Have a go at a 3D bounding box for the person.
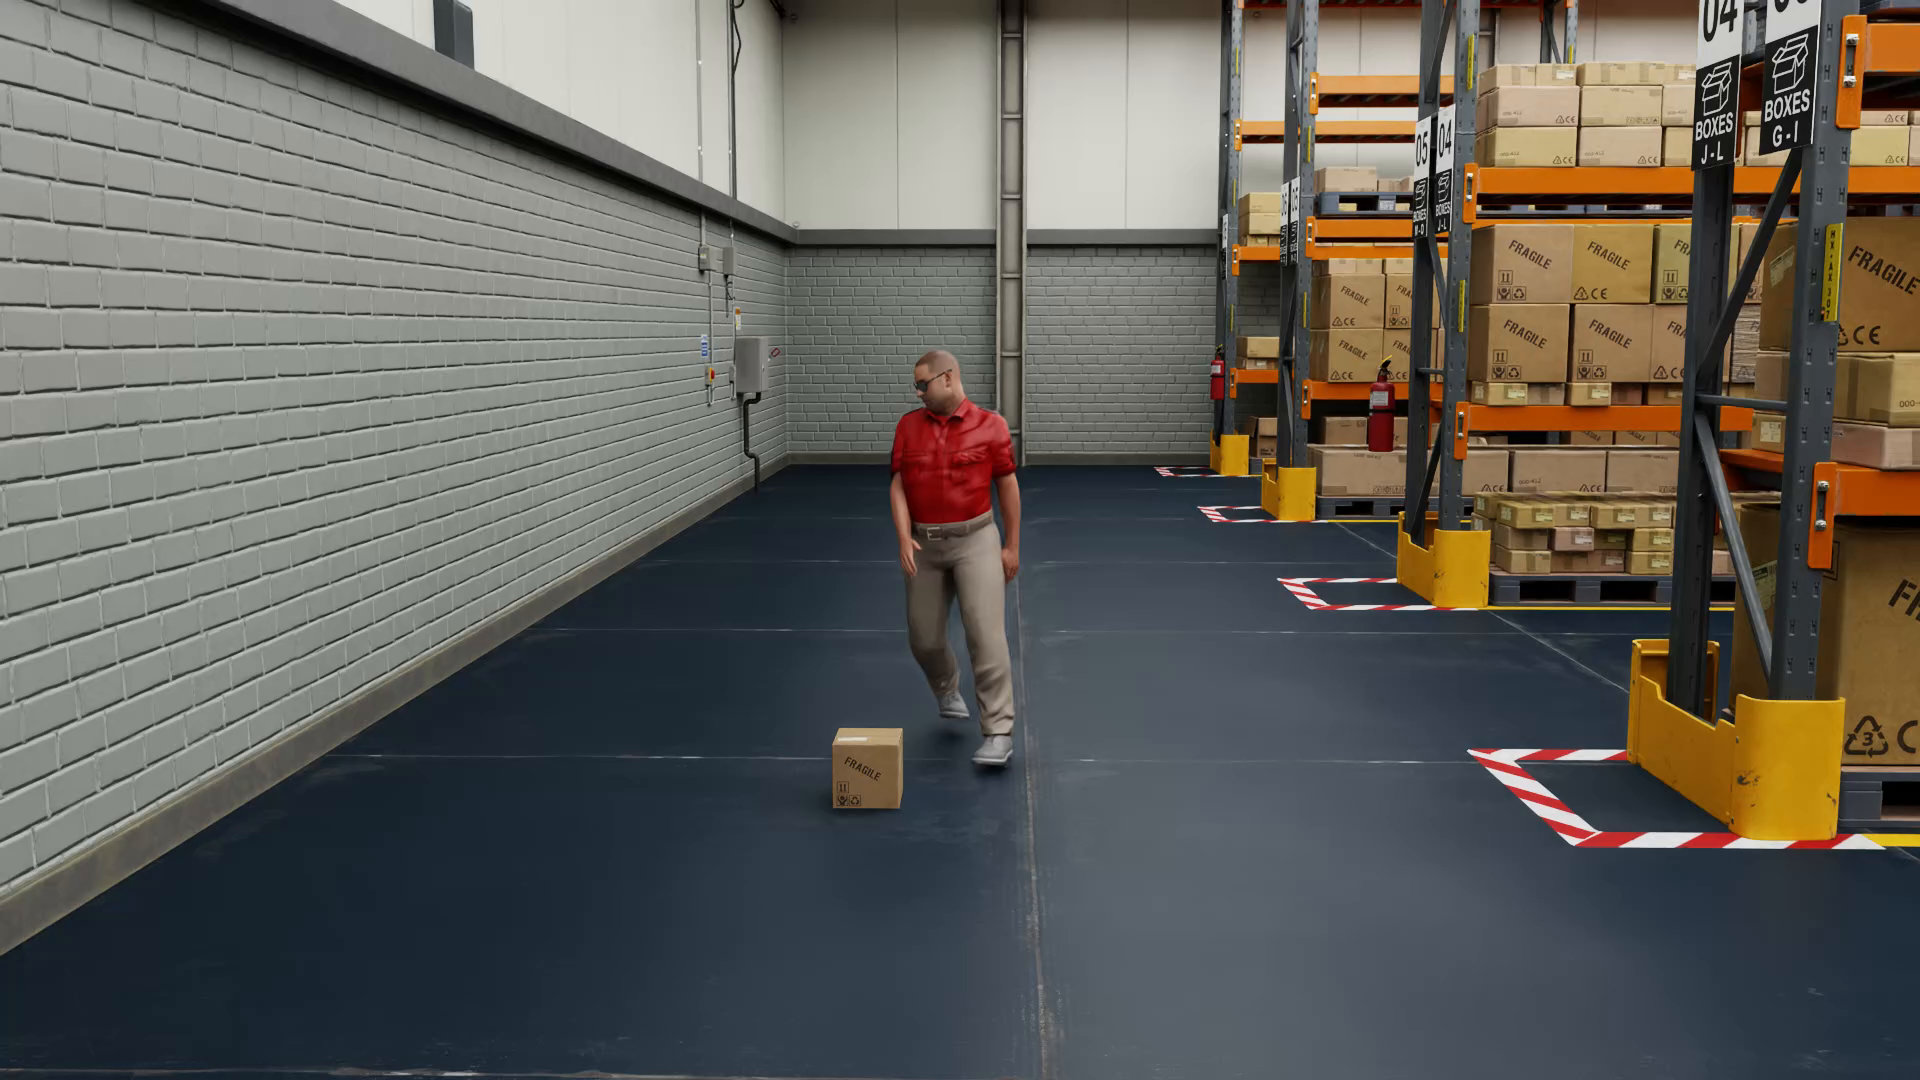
[{"bbox_3d":[-0.006,0.040,7.042,0.592,1.681,0.816,2,8,18],"label":"person"}]
